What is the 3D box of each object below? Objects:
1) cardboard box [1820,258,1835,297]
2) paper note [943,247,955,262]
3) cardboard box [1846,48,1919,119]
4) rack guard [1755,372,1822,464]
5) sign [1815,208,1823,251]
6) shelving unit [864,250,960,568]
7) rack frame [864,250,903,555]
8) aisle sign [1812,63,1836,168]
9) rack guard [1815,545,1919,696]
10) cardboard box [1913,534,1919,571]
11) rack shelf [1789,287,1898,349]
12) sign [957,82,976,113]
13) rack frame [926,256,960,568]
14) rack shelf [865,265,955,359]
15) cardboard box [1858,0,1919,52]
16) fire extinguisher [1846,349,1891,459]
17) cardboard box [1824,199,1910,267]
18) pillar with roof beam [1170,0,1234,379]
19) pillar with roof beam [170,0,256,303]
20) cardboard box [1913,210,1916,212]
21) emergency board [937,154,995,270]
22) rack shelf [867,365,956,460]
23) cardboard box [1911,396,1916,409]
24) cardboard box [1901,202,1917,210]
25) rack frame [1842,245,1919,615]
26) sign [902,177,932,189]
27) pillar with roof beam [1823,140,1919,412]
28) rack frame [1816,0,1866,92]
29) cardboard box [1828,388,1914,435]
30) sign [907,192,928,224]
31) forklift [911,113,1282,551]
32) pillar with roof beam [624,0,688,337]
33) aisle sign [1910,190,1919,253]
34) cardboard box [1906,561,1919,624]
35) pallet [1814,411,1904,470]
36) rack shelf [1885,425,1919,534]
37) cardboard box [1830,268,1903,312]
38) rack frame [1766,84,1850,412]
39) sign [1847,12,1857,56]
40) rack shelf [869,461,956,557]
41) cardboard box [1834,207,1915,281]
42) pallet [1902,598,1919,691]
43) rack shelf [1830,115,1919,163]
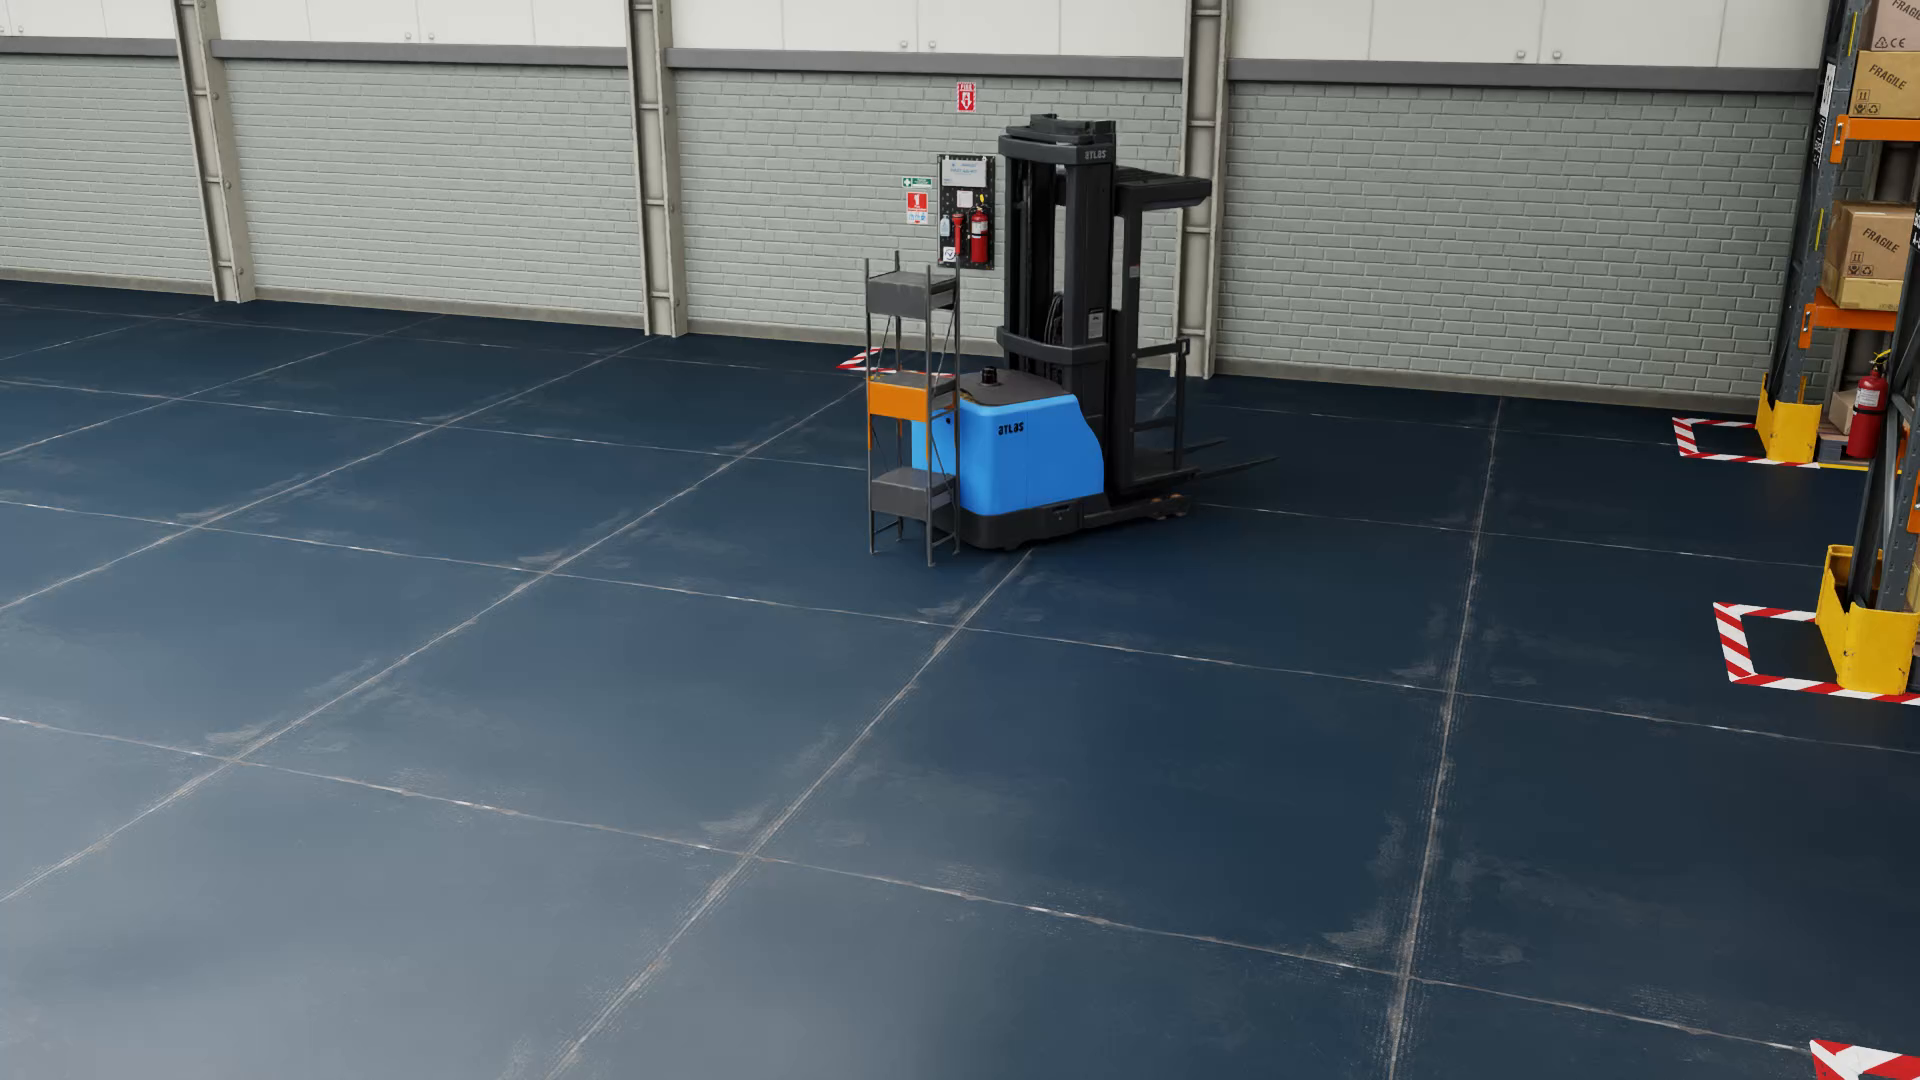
[{"bbox_3d":[7.589,-2.205,14.044,0.500,0.250,0.500,7,20,19],"label":"cardboard box"},{"bbox_3d":[-0.106,-3.002,17.469,0.142,0.148,0.016,7,20,18],"label":"paper note"},{"bbox_3d":[7.317,-3.616,13.154,0.500,0.500,0.500,7,20,19],"label":"cardboard box"},{"bbox_3d":[7.155,-1.069,14.382,0.348,0.500,1.175,7,20,18],"label":"rack guard"},{"bbox_3d":[6.905,-2.497,13.368,0.005,0.325,0.100,7,20,18],"label":"sign"},{"bbox_3d":[-0.319,-0.897,11.460,0.503,2.100,0.431,11,22,30],"label":"shelving unit"},{"bbox_3d":[-0.527,-0.939,11.581,0.015,2.100,0.400,11,22,30],"label":"rack frame"},{"bbox_3d":[6.917,-3.399,13.321,0.004,0.787,0.394,7,20,18],"label":"aisle sign"},{"bbox_3d":[5.439,0.461,9.993,0.348,0.500,1.175,7,20,18],"label":"rack guard"},{"bbox_3d":[6.065,-0.005,9.934,0.500,0.500,0.500,7,20,18],"label":"cardboard box"},{"bbox_3d":[8.973,-1.701,13.493,4.000,0.370,1.077,7,20,18],"label":"rack shelf"},{"bbox_3d":[0.064,-4.504,16.918,0.199,0.298,0.001,7,20,18],"label":"sign"},{"bbox_3d":[-0.111,-0.855,11.340,0.015,2.100,0.400,11,22,30],"label":"rack frame"},{"bbox_3d":[-0.319,-1.545,11.234,0.480,0.518,0.431,11,22,30],"label":"rack shelf"},{"bbox_3d":[7.368,-4.085,12.980,0.500,0.500,0.500,5,20,14],"label":"cardboard box"},{"bbox_3d":[5.502,-0.837,10.038,0.183,0.674,0.296,7,20,18],"label":"fire extinguisher"},{"bbox_3d":[7.598,-2.565,13.936,0.500,0.500,0.500,6,20,17],"label":"cardboard box"},{"bbox_3d":[0.948,-4.593,11.581,0.400,9.000,9.100,7,20,18],"label":"pillar with roof beam"},{"bbox_3d":[-10.387,-5.889,15.299,0.400,9.000,9.100,7,20,18],"label":"pillar with roof beam"},{"bbox_3d":[7.899,-2.348,13.314,0.500,0.500,0.500,7,20,18],"label":"cardboard box"},{"bbox_3d":[0.039,-3.377,17.208,0.643,1.169,0.194,7,20,18],"label":"emergency board"},{"bbox_3d":[-0.319,-0.884,11.465,0.480,0.518,0.431,11,22,30],"label":"rack shelf"},{"bbox_3d":[8.246,-1.031,13.893,0.500,0.311,0.500,8,21,23],"label":"cardboard box"},{"bbox_3d":[8.071,-2.508,13.771,0.500,0.500,0.500,7,20,19],"label":"cardboard box"},{"bbox_3d":[5.461,-0.716,9.574,0.127,3.000,1.000,7,20,18],"label":"rack frame"},{"bbox_3d":[-0.448,-3.733,17.369,0.331,0.109,0.001,7,20,18],"label":"sign"},{"bbox_3d":[6.616,-3.945,9.721,0.400,9.000,9.100,7,20,18],"label":"pillar with roof beam"},{"bbox_3d":[7.083,-5.090,13.007,0.127,3.000,1.000,7,20,18],"label":"rack frame"},{"bbox_3d":[7.707,-1.092,14.070,0.500,0.311,0.500,4,20,12],"label":"cardboard box"},{"bbox_3d":[-0.450,-3.486,17.465,0.234,0.329,0.001,7,20,18],"label":"sign"},{"bbox_3d":[1.139,-1.660,12.387,3.031,2.935,1.130,-12,23,-32],"label":"forklift"},{"bbox_3d":[-4.720,-5.241,13.440,0.400,9.000,9.100,7,20,18],"label":"pillar with roof beam"},{"bbox_3d":[5.496,-2.042,9.429,0.004,0.787,0.394,7,20,18],"label":"aisle sign"},{"bbox_3d":[6.065,0.350,10.055,0.500,0.250,0.500,7,20,18],"label":"cardboard box"},{"bbox_3d":[7.911,-0.833,14.146,1.213,0.211,1.003,7,20,18],"label":"pallet"},{"bbox_3d":[7.350,-0.161,9.073,4.000,0.370,1.077,7,20,18],"label":"rack shelf"},{"bbox_3d":[7.440,-2.044,13.581,0.500,0.250,0.500,6,20,16],"label":"cardboard box"},{"bbox_3d":[7.083,-2.257,13.994,0.127,3.000,1.000,7,20,18],"label":"rack frame"},{"bbox_3d":[6.905,-3.917,12.873,0.005,0.325,0.100,7,20,18],"label":"sign"},{"bbox_3d":[-0.319,-0.223,11.695,0.480,0.518,0.431,11,22,30],"label":"rack shelf"},{"bbox_3d":[7.436,-2.405,13.476,0.500,0.500,0.500,7,20,18],"label":"cardboard box"},{"bbox_3d":[6.197,0.670,9.834,1.213,0.211,1.003,7,20,18],"label":"pallet"},{"bbox_3d":[8.973,-3.118,12.999,4.000,0.370,1.077,7,20,18],"label":"rack shelf"}]
